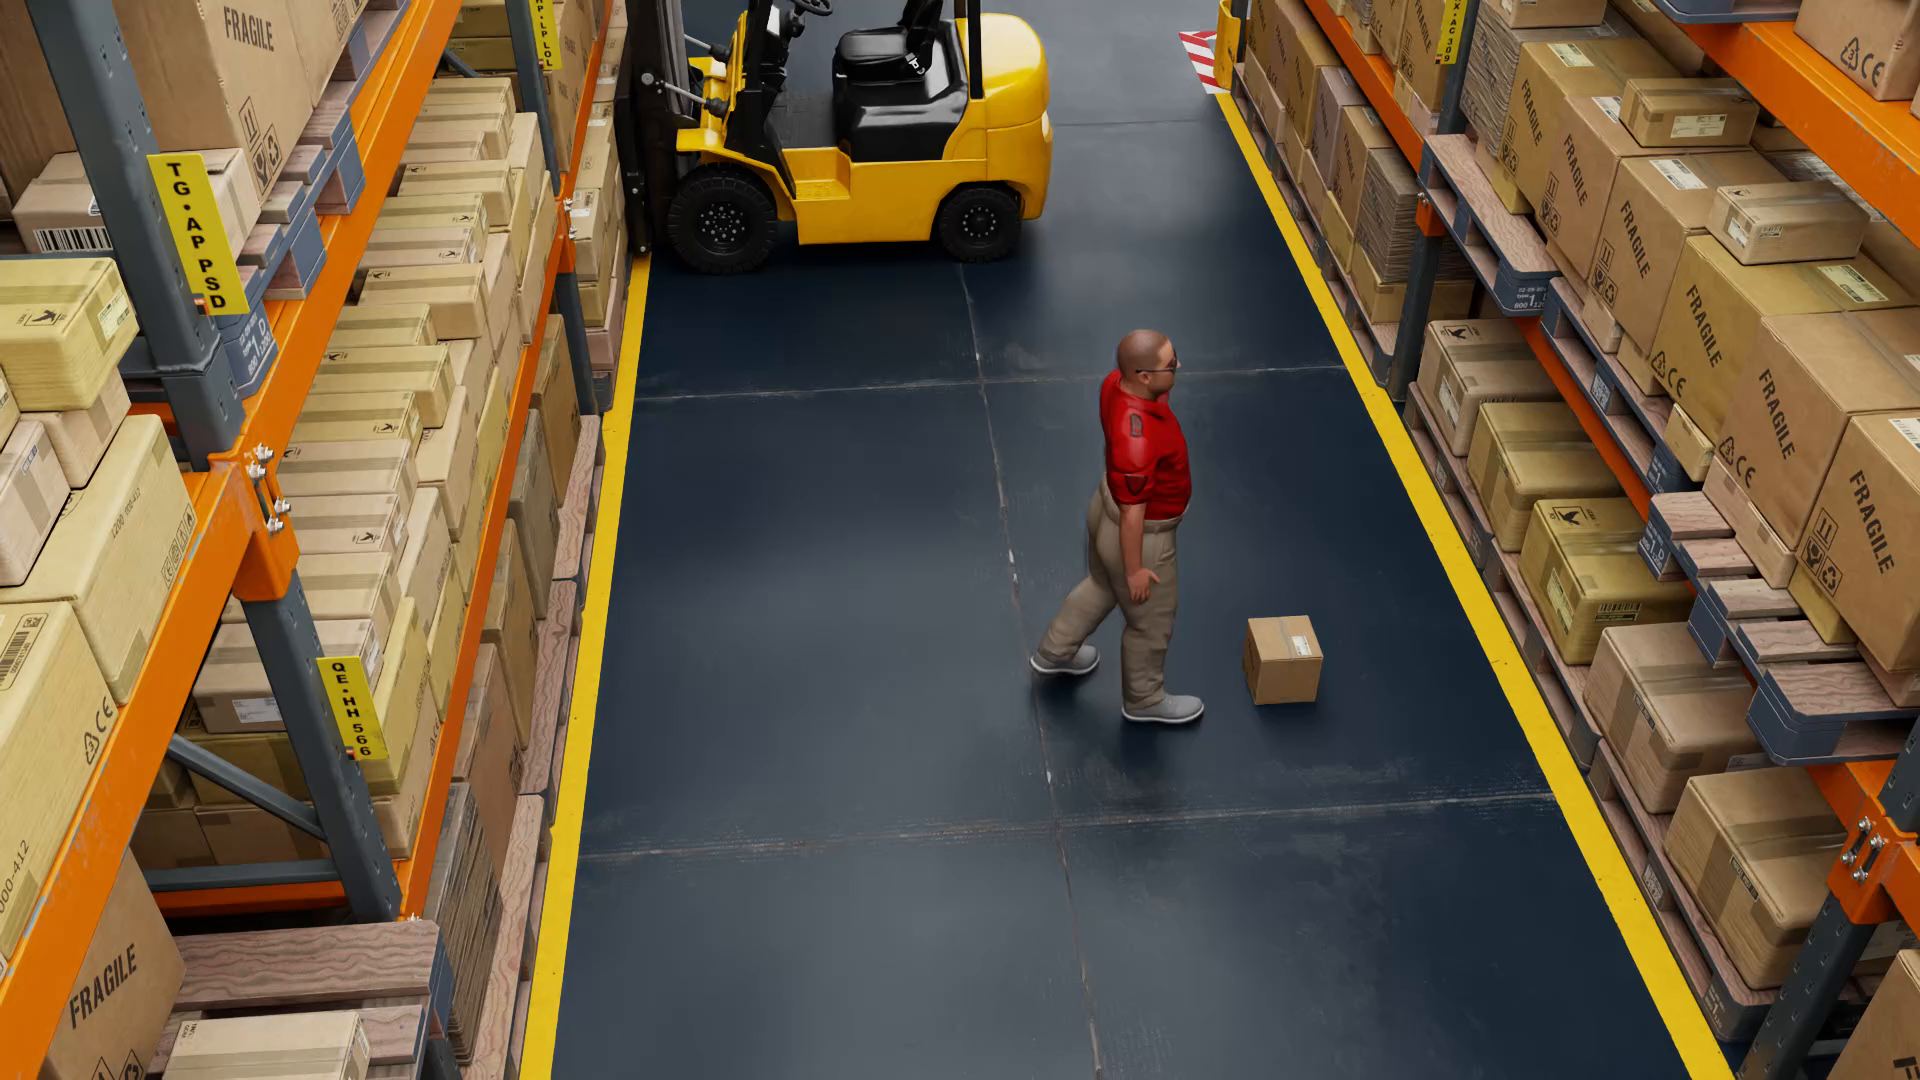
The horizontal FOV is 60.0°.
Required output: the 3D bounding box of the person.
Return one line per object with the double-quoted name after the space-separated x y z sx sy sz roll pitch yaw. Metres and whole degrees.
0.628 -0.043 6.207 0.661 1.725 0.555 -5 39 -6 "person"
